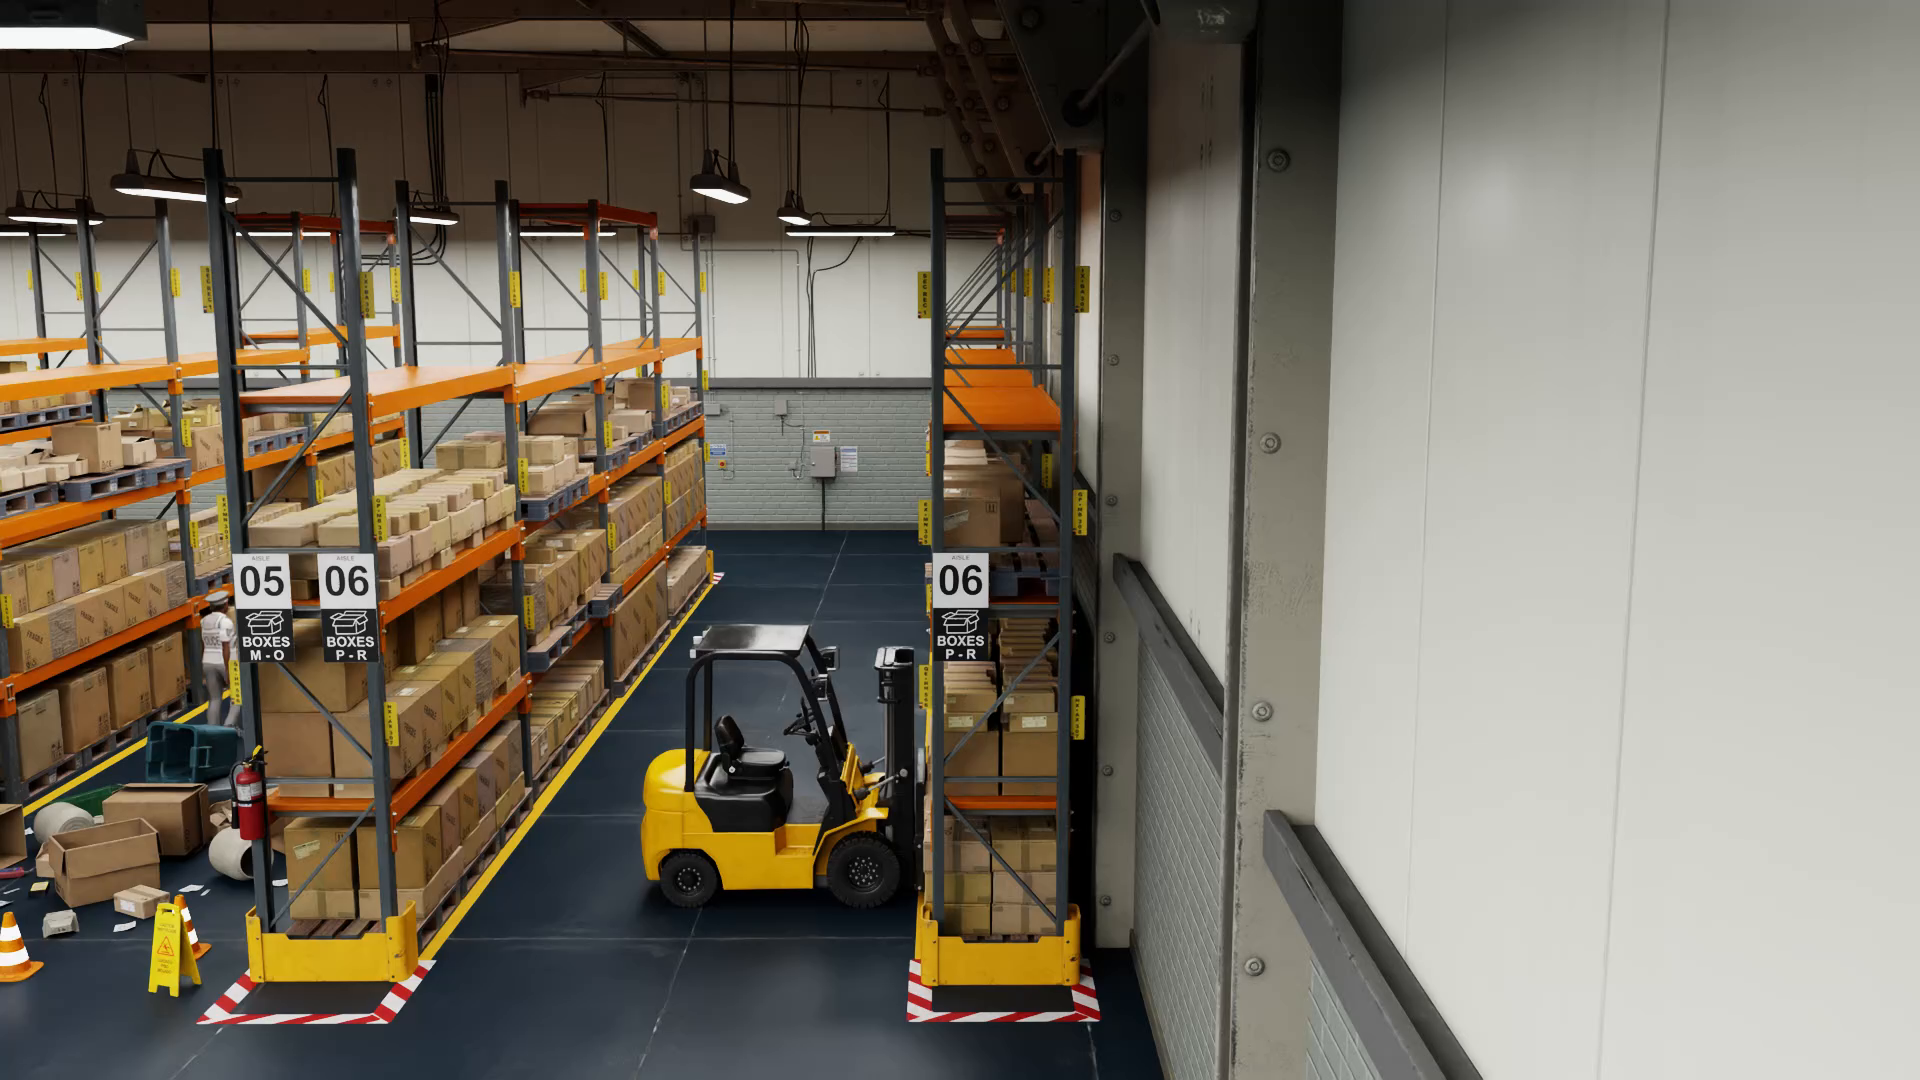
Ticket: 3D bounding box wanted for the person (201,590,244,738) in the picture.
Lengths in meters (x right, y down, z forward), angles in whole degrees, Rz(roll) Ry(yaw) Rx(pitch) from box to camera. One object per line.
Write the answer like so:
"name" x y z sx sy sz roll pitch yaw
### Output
"person" -8.188 1.404 18.414 0.484 1.657 0.498 1 9 9
